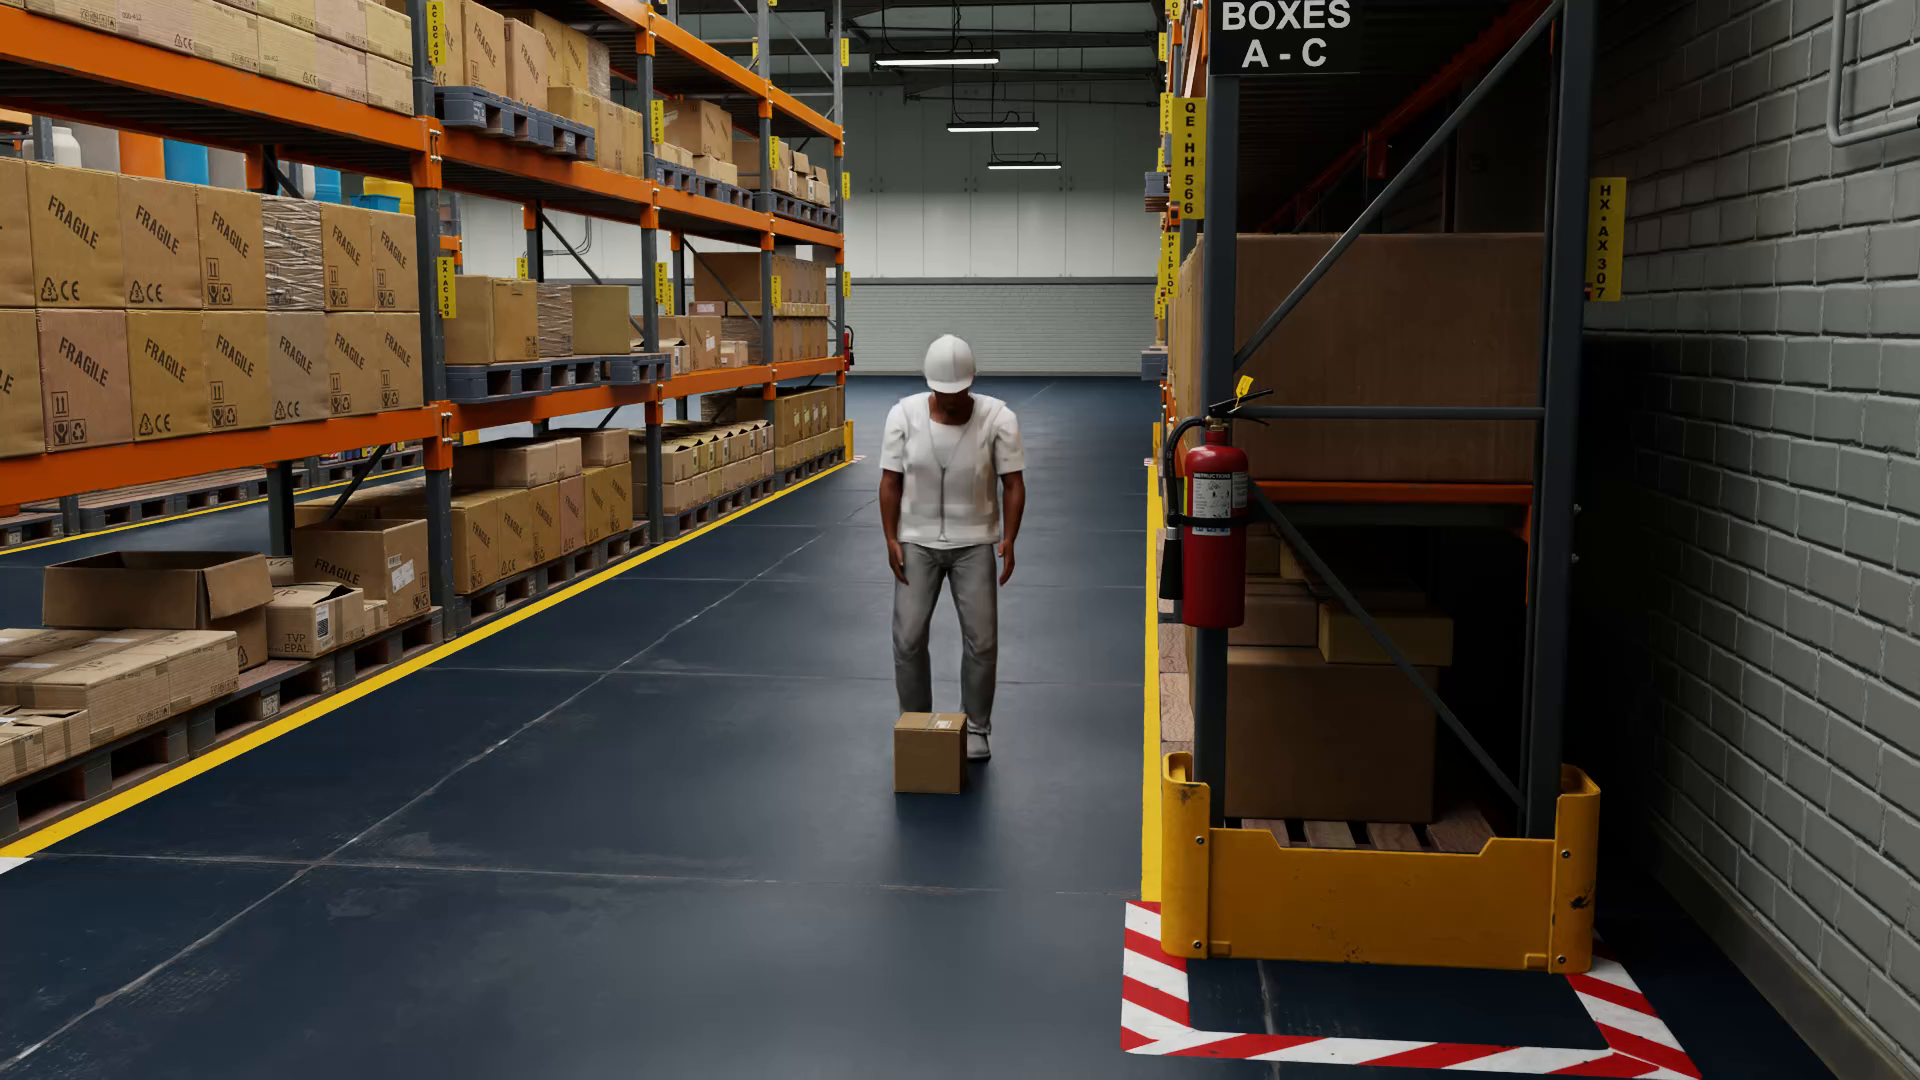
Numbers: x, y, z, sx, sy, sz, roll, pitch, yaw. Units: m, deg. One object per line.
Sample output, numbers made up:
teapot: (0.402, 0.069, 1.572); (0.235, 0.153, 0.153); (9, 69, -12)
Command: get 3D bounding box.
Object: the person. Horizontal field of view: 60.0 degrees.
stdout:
person: (-0.034, 0.031, 6.703); (0.595, 1.708, 0.471); (1, 8, 6)
